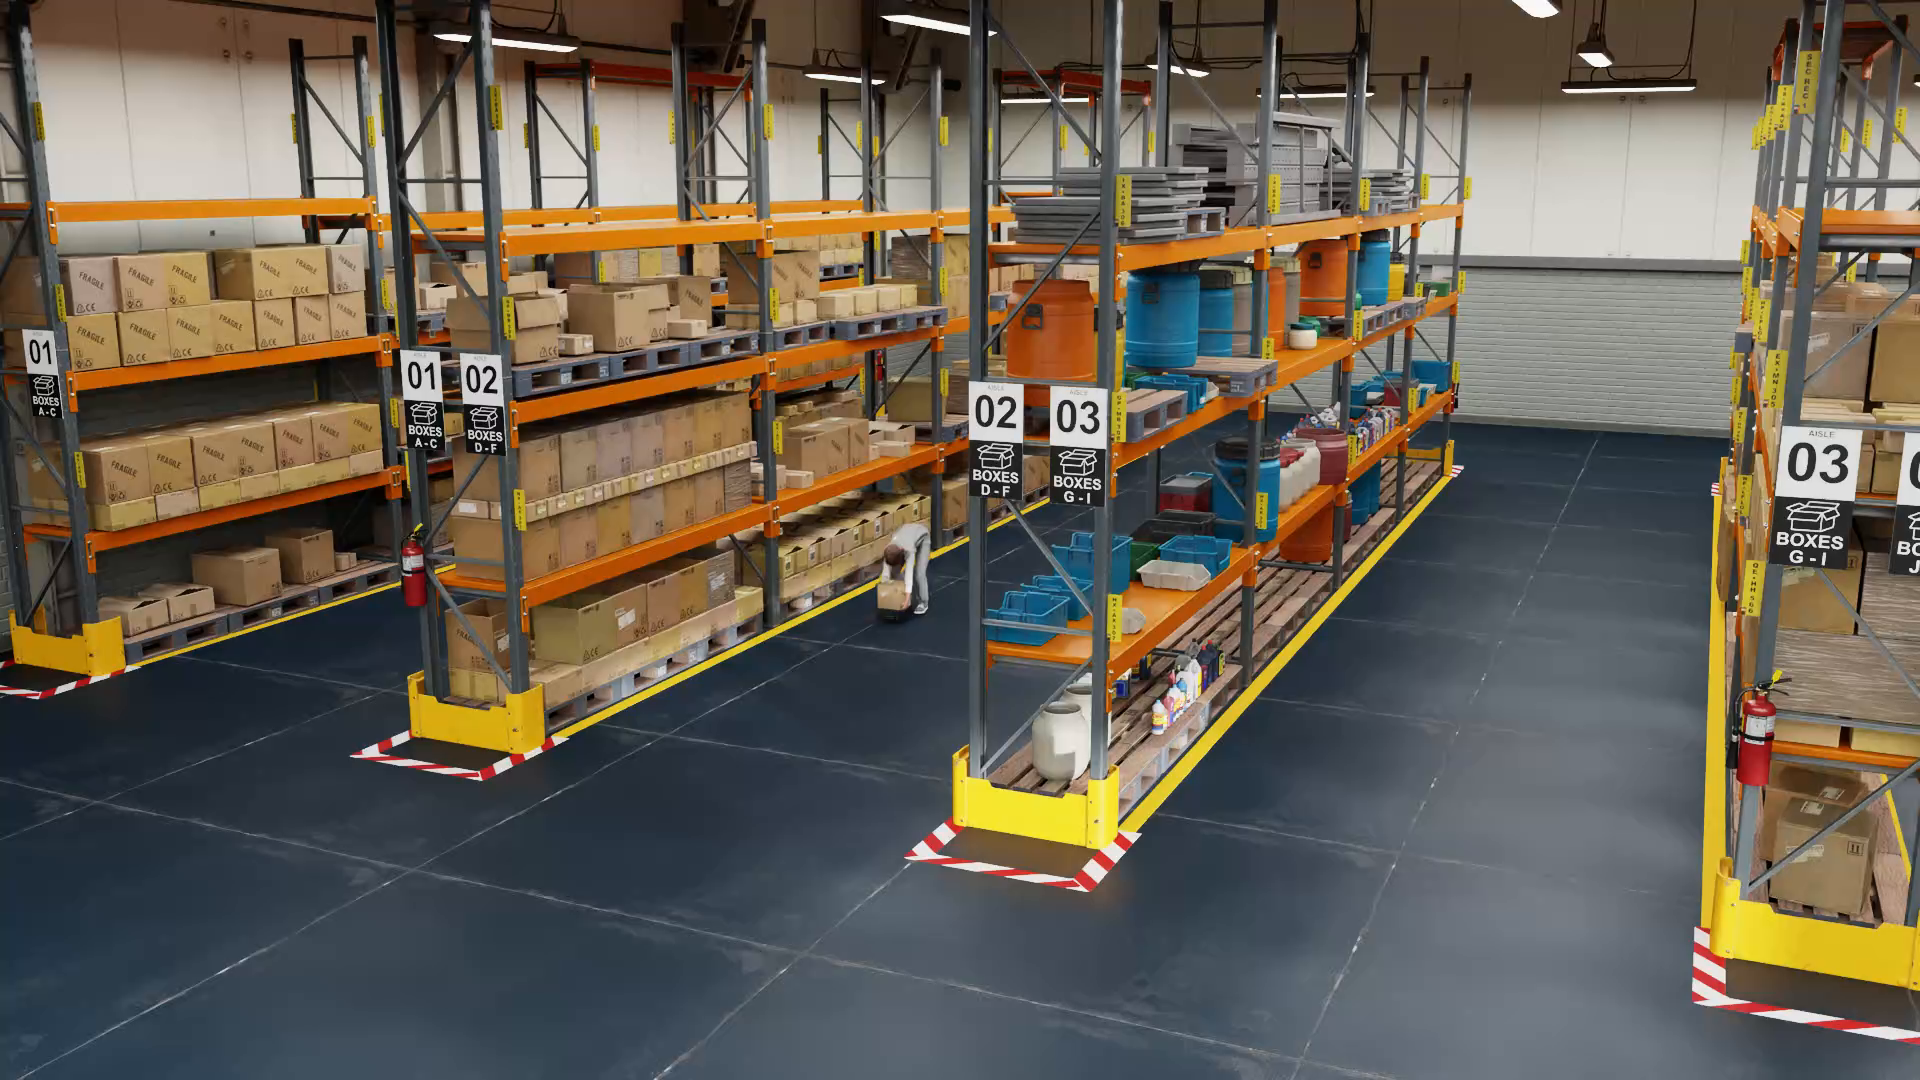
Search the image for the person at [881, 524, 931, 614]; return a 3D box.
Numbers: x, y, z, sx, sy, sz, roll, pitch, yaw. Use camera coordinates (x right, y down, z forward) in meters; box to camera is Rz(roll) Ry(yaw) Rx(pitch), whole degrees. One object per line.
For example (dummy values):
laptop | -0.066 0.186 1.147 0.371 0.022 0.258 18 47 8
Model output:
person | -0.580 0.333 17.493 0.411 0.948 0.866 5 13 22
